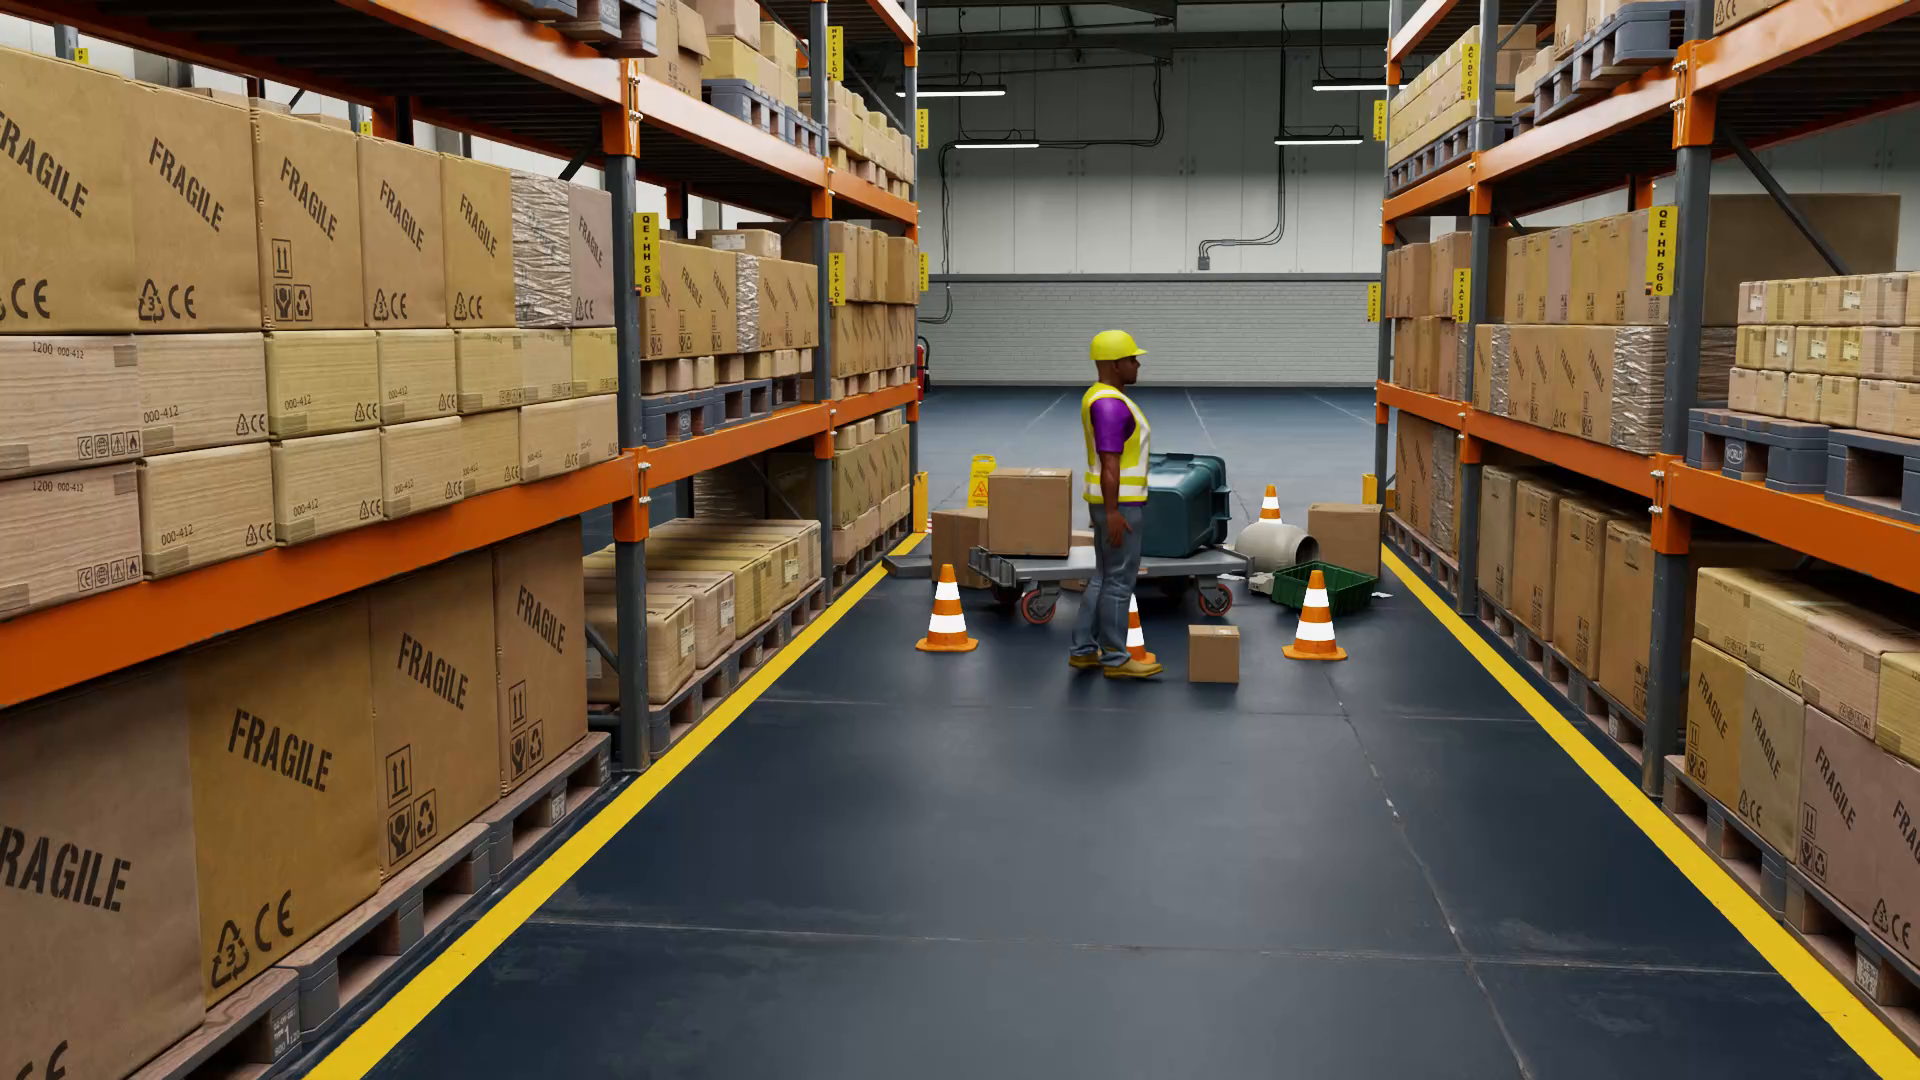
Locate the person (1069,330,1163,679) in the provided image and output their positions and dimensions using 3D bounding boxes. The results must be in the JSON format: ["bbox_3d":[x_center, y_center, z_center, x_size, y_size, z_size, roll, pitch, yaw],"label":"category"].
[{"bbox_3d":[0.802,-0.182,8.505,0.459,1.770,0.608,0,8,-3],"label":"person"}]
